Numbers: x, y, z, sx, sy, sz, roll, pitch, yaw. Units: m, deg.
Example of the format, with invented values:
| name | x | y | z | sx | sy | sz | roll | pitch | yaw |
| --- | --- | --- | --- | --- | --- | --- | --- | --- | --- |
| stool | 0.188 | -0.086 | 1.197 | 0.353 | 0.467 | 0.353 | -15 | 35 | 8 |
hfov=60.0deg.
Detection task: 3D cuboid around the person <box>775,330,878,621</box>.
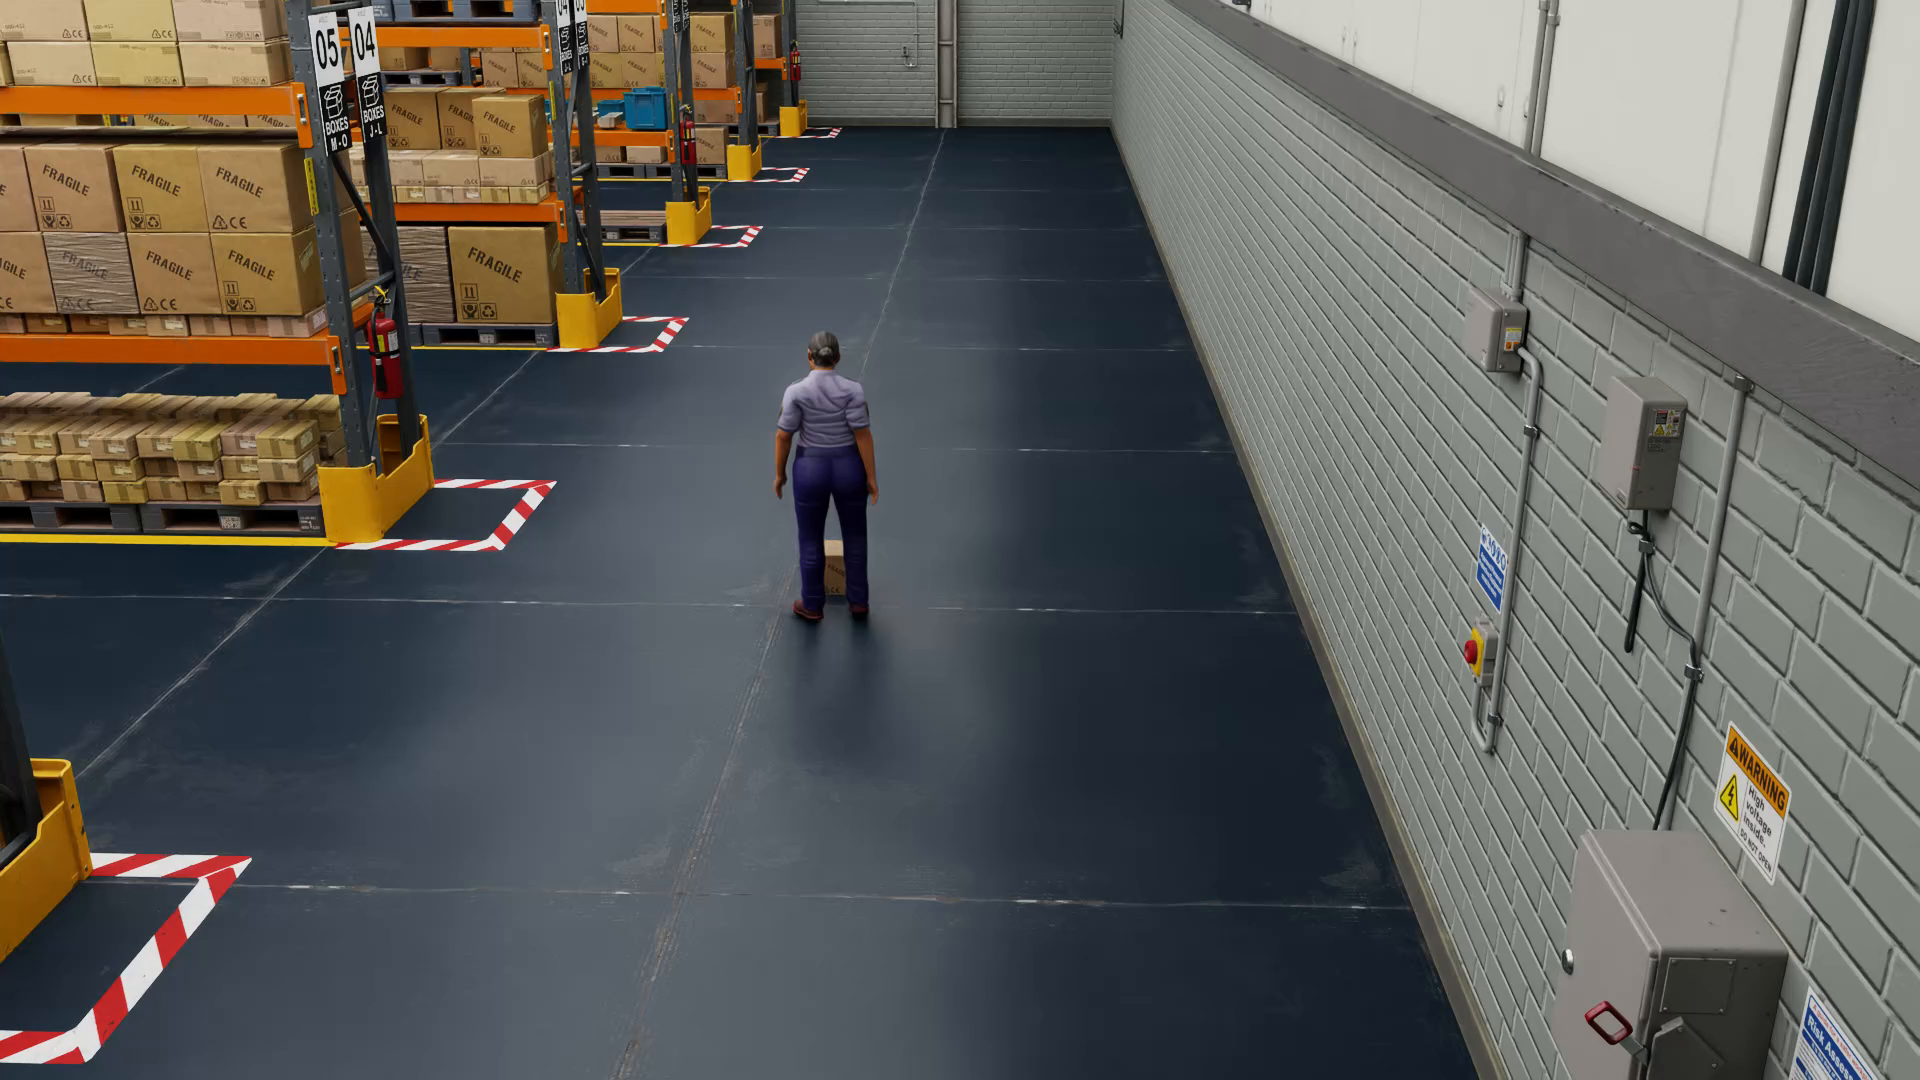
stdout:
| name | x | y | z | sx | sy | sz | roll | pitch | yaw |
| --- | --- | --- | --- | --- | --- | --- | --- | --- | --- |
| person | -0.742 | -0.334 | 9.173 | 0.561 | 1.673 | 0.420 | -3 | 21 | -7 |
